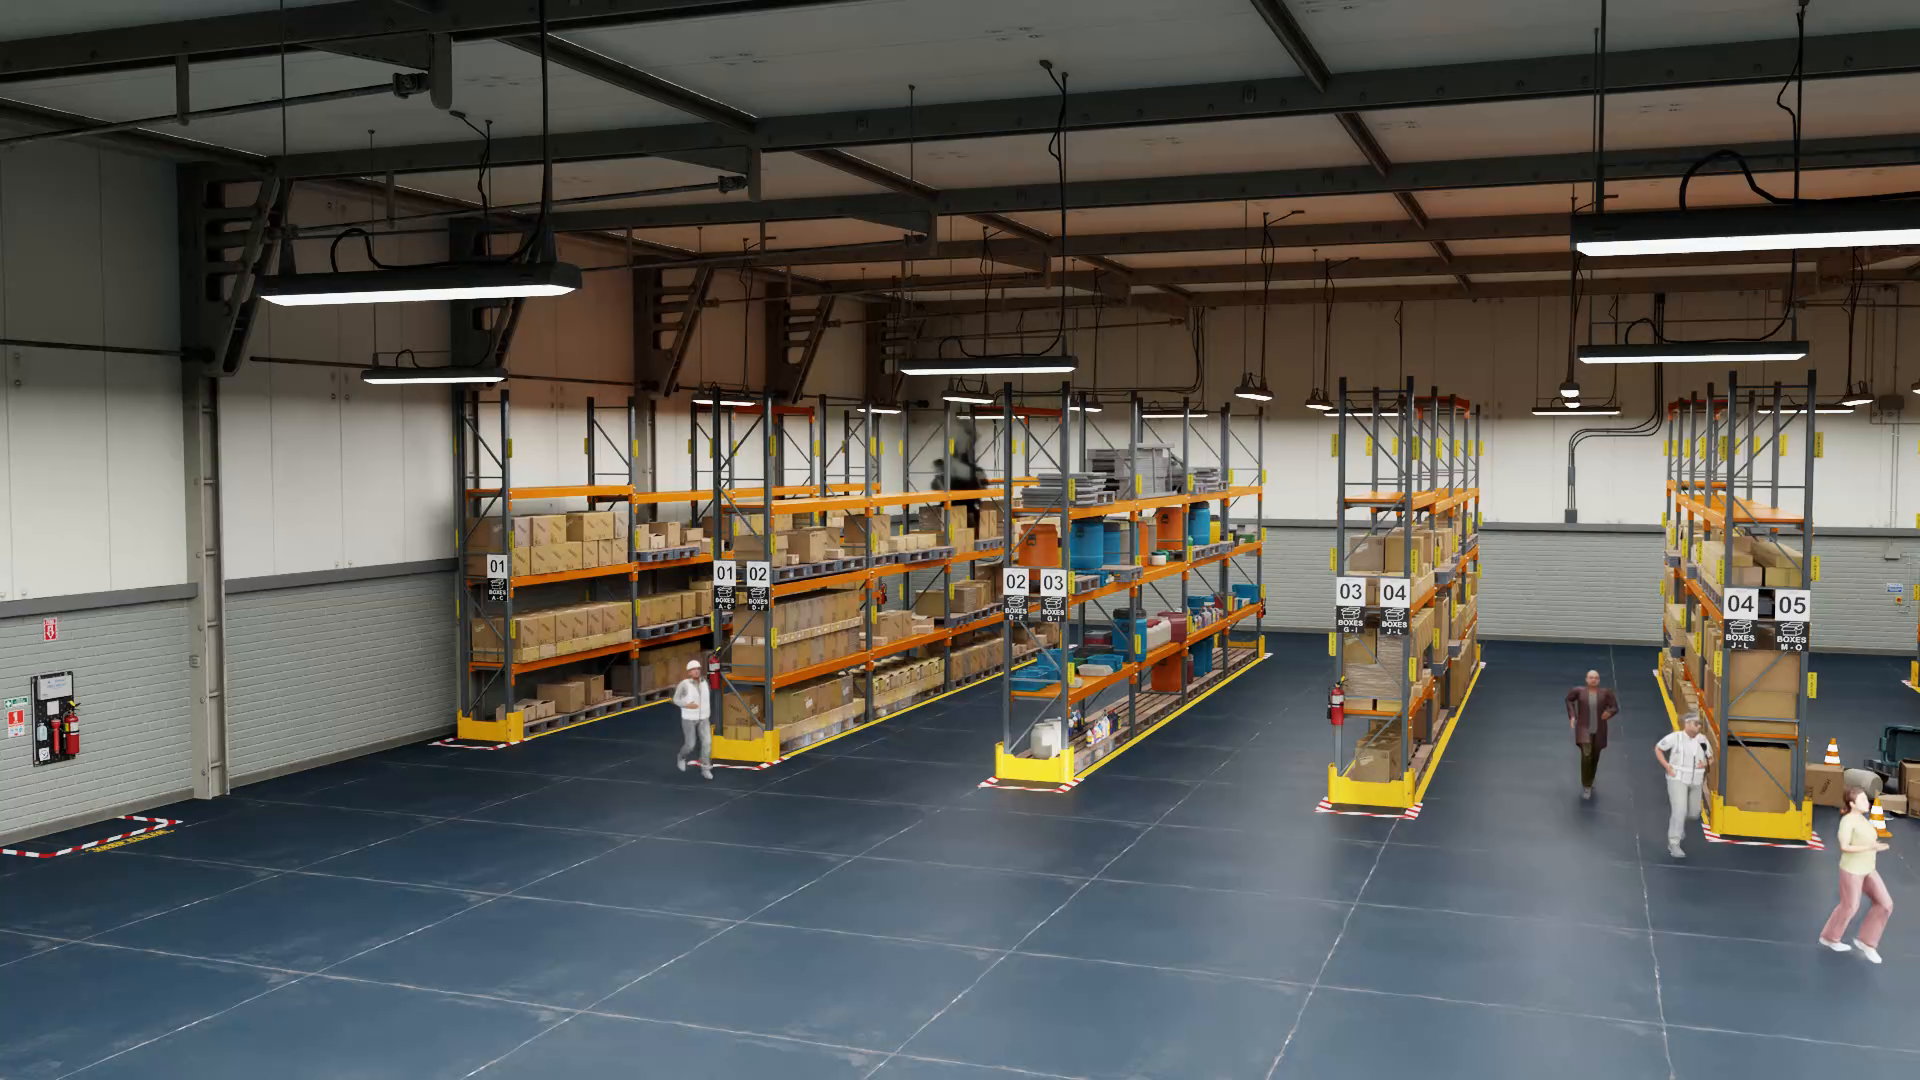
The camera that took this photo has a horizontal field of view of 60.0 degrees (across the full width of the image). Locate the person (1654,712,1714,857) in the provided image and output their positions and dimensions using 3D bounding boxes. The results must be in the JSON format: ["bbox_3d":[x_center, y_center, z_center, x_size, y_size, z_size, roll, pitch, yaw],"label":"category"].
[{"bbox_3d":[9.091,3.012,20.776,0.689,1.757,0.866,0,3,-4],"label":"person"}]

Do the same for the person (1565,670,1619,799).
[{"bbox_3d":[9.155,2.794,24.080,0.688,1.841,0.873,1,3,10],"label":"person"}]

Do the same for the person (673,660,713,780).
[{"bbox_3d":[-4.044,2.717,25.315,0.682,1.785,0.859,-3,4,-39],"label":"person"}]

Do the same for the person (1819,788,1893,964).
[{"bbox_3d":[8.776,3.271,16.272,0.558,1.705,0.670,-2,4,-32],"label":"person"}]
